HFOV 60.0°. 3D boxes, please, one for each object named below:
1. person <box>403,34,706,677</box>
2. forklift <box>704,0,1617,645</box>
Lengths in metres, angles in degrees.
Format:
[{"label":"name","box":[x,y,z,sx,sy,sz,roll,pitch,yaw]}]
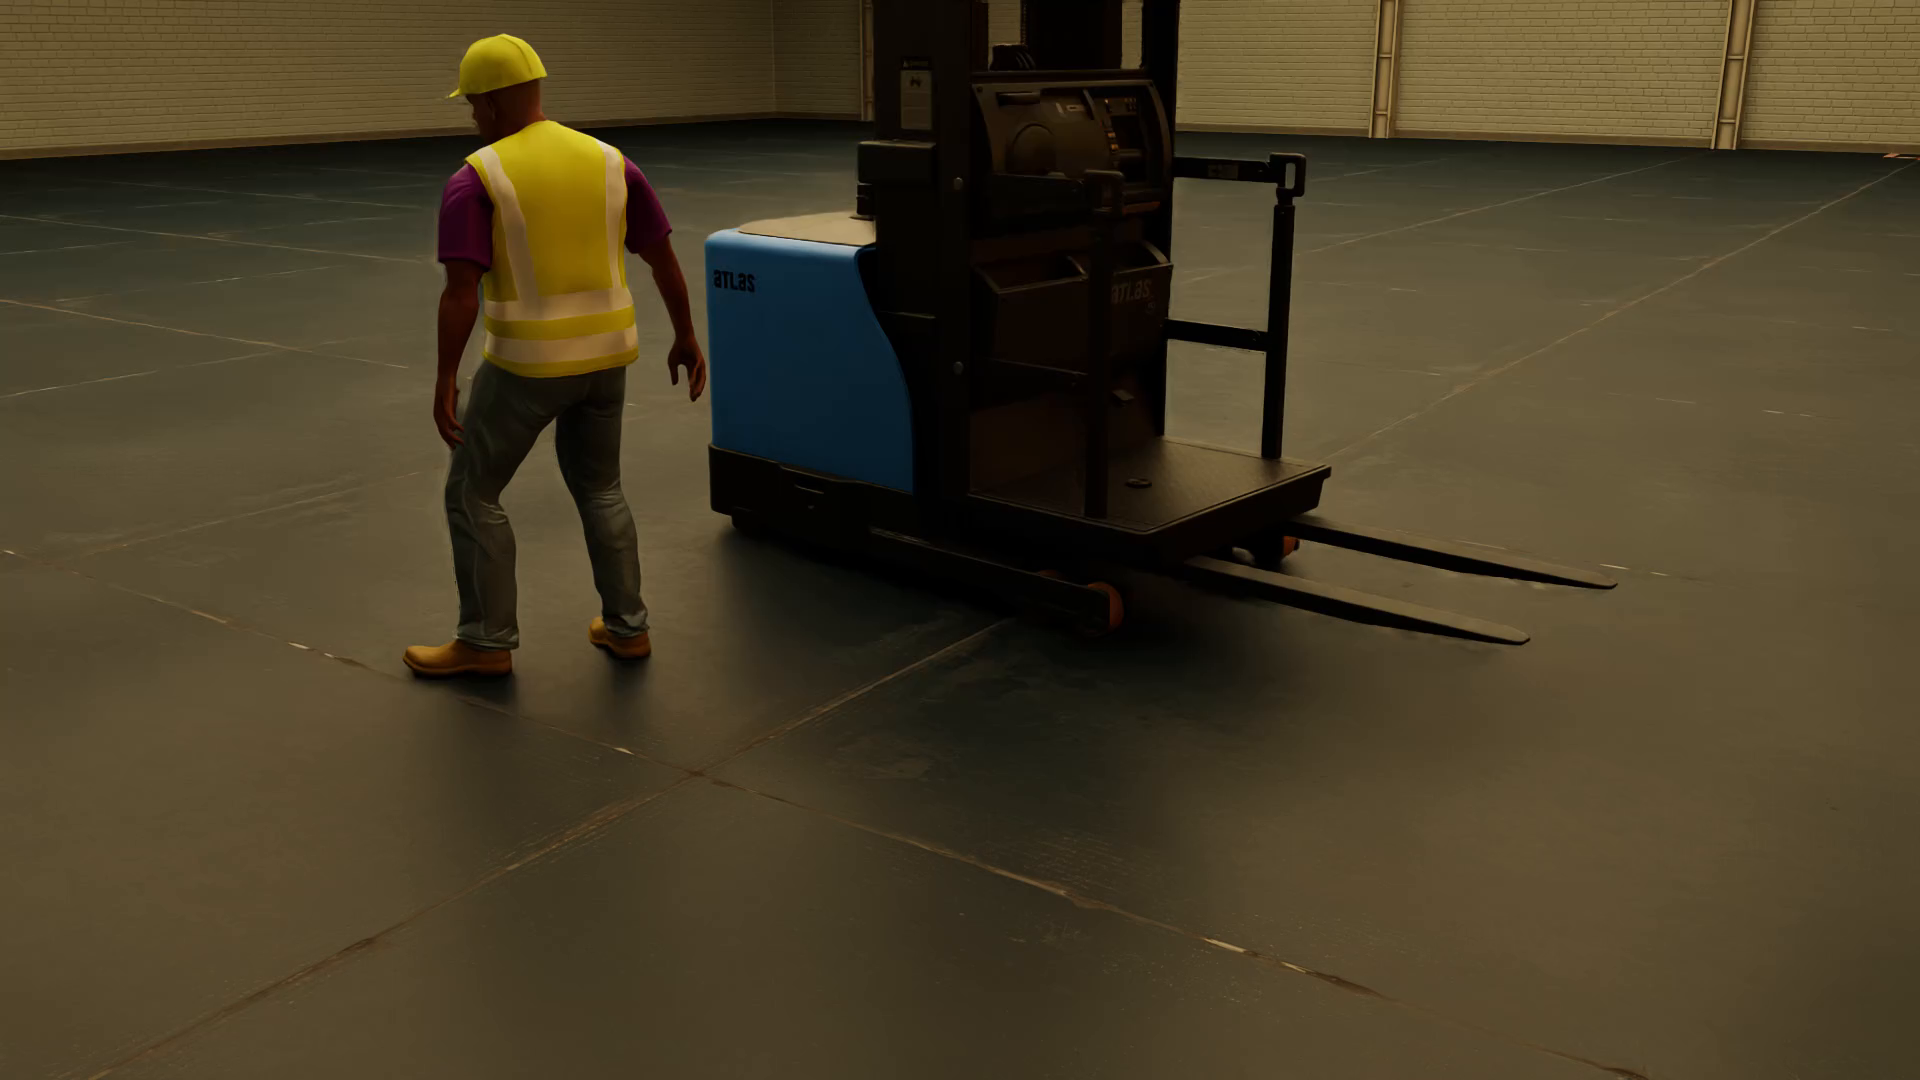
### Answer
[{"label":"person","box":[-1.154,-0.506,4.635,0.878,1.733,0.463,-15,22,-40]},{"label":"forklift","box":[0.526,-1.282,5.119,3.031,2.935,1.130,14,22,39]}]
